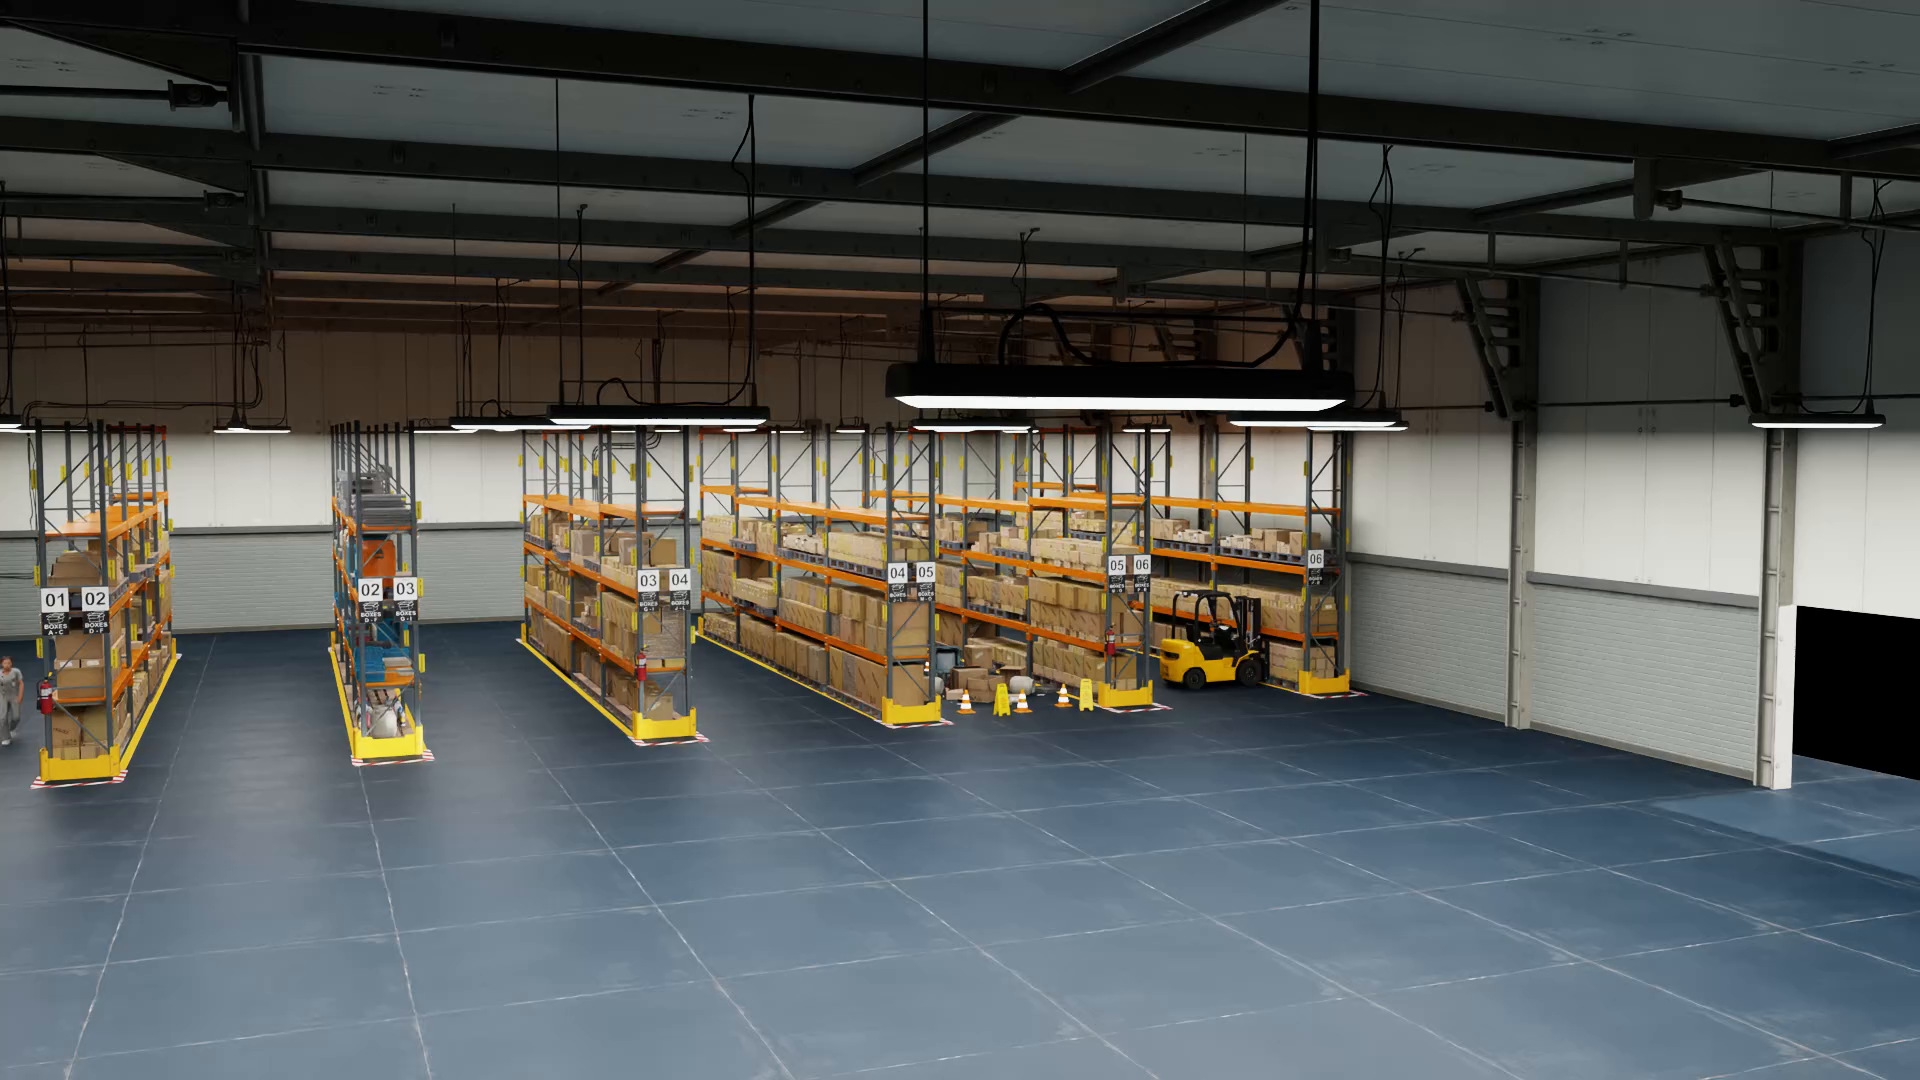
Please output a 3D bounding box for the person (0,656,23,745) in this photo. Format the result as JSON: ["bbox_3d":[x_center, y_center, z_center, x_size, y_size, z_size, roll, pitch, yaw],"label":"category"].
[{"bbox_3d":[-17.785,2.968,31.044,0.523,1.649,0.640,-2,4,-32],"label":"person"}]

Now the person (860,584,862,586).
[{"bbox_3d":[-2.839,1.594,52.022,0.929,1.759,0.521,-3,5,-42],"label":"person"}]

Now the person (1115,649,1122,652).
[{"bbox_3d":[3.621,2.484,39.623,0.585,1.544,0.722,-1,4,-19],"label":"person"}]

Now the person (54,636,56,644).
[{"bbox_3d":[-20.864,2.422,38.828,0.508,1.718,0.965,-2,4,-31],"label":"person"}]
